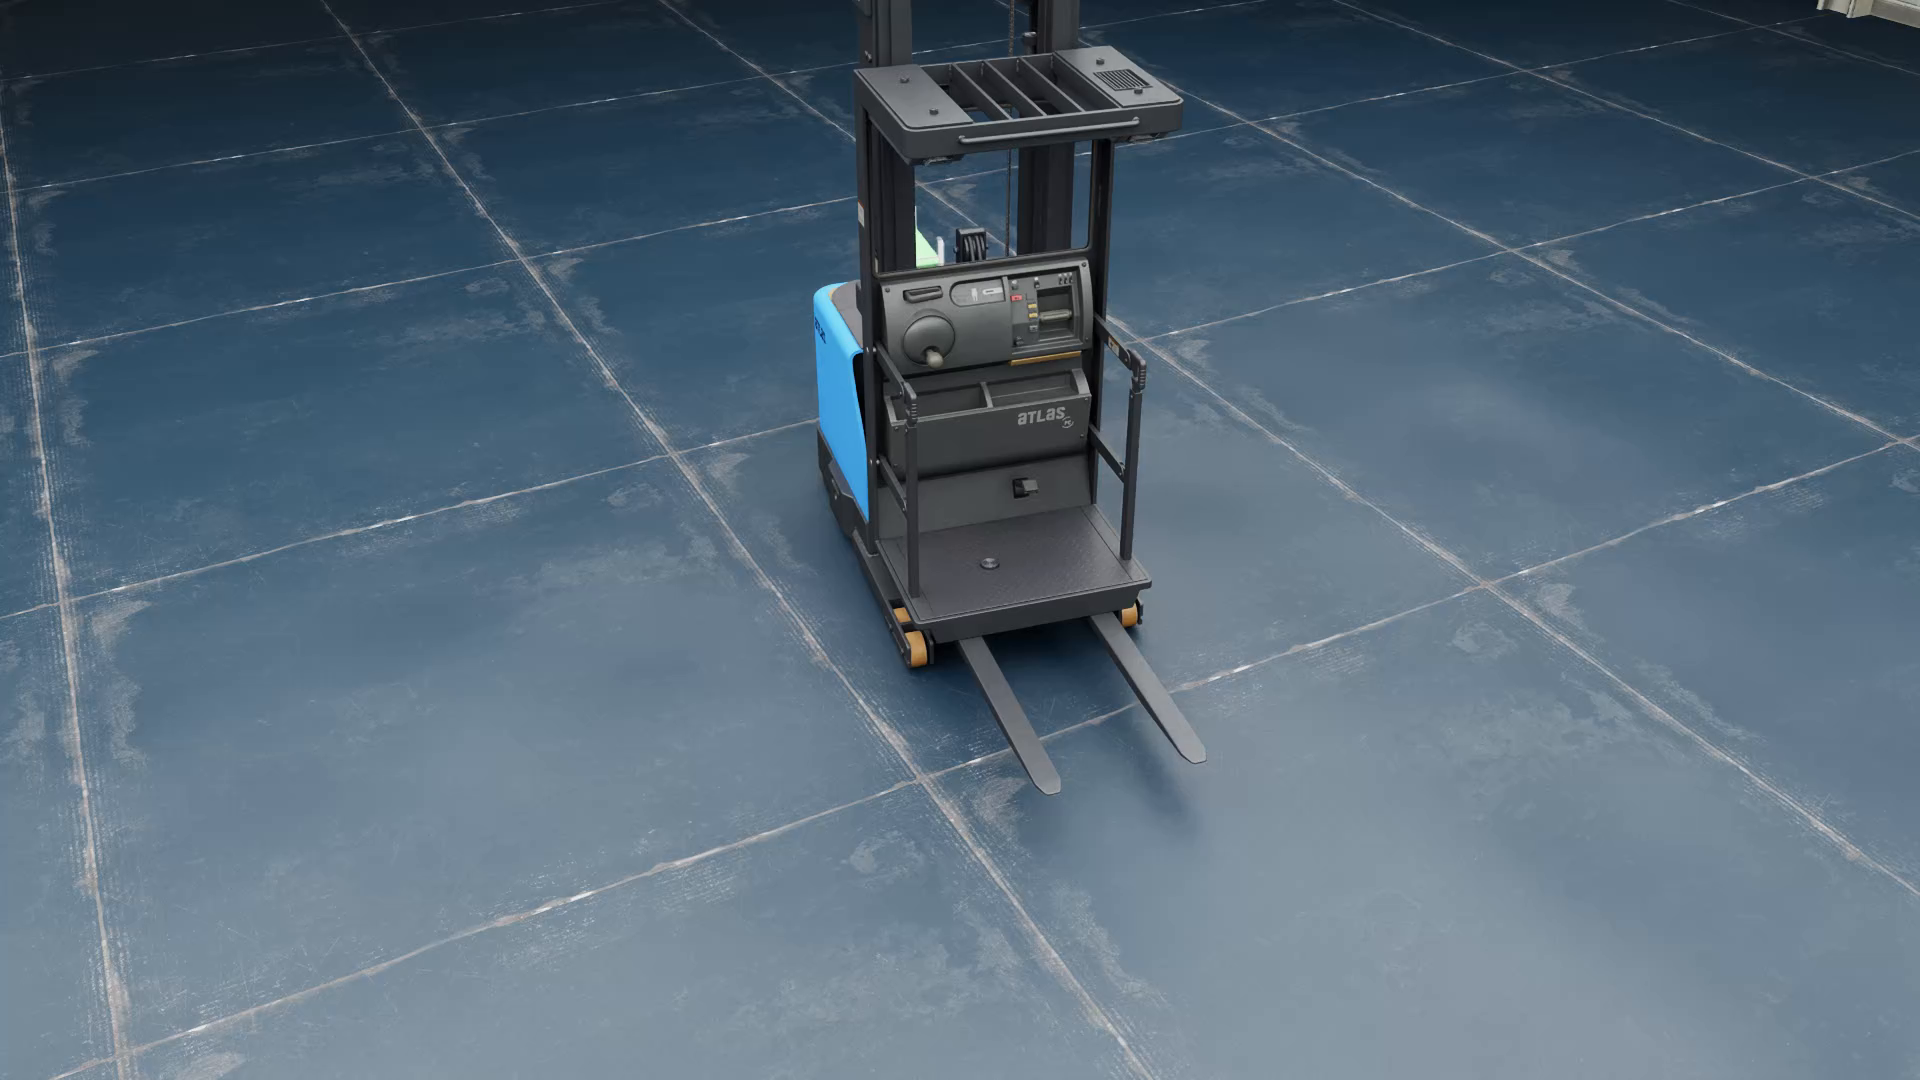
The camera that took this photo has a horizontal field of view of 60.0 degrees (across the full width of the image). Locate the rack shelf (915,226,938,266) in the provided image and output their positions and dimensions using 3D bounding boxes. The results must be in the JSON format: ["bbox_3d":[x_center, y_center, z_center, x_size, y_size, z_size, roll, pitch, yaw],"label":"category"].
[{"bbox_3d":[-0.276,-1.461,8.646,0.258,0.148,0.480,-10,34,-15],"label":"rack shelf"}]

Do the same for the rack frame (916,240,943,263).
[{"bbox_3d":[-0.203,-0.985,8.675,0.240,1.200,0.015,-10,34,-15],"label":"rack frame"}]

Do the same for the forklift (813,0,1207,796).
[{"bbox_3d":[0.190,-0.910,6.953,1.130,2.935,3.031,-10,34,-15],"label":"forklift"}]

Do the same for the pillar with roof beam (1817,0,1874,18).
[{"bbox_3d":[4.899,-7.915,12.263,9.100,9.000,0.400,-16,36,-23],"label":"pillar with roof beam"}]

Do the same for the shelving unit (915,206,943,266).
[{"bbox_3d":[-0.276,-1.110,8.871,0.258,1.200,0.503,-10,34,-15],"label":"shelving unit"}]
